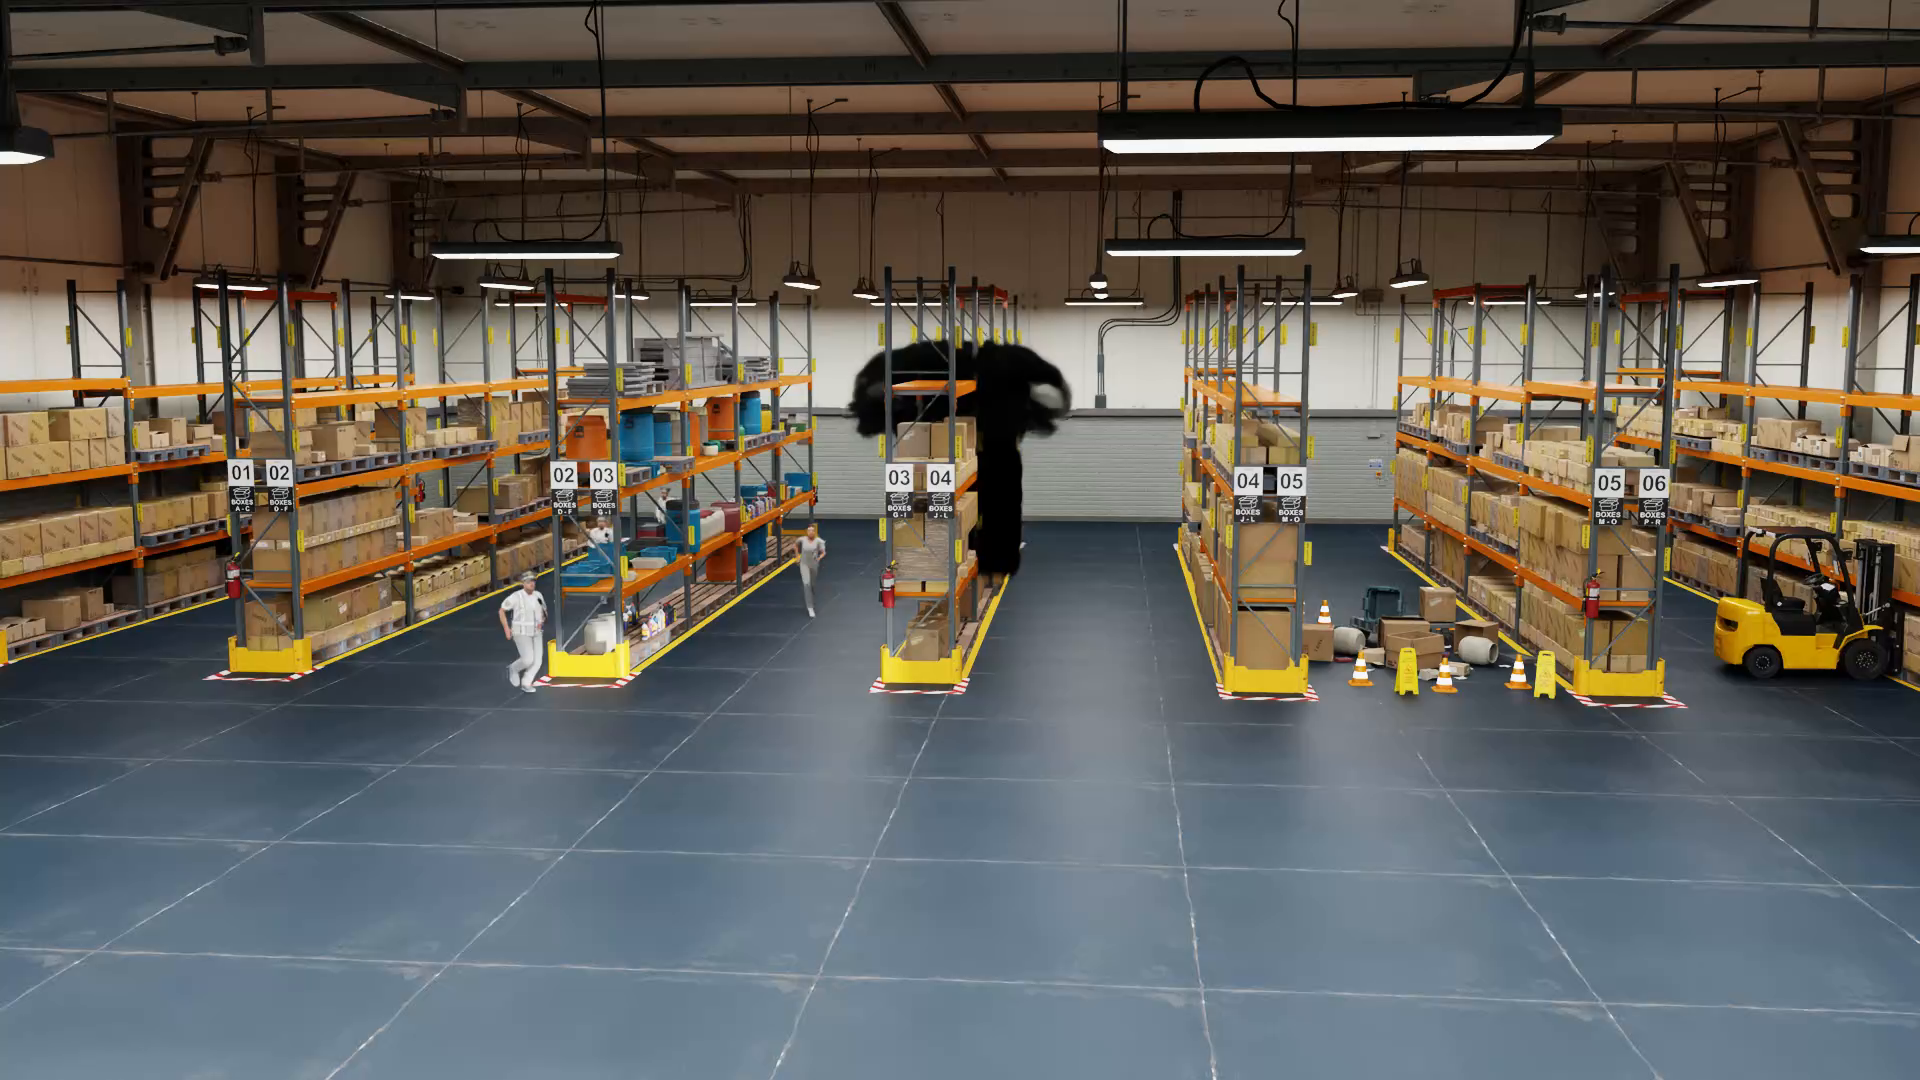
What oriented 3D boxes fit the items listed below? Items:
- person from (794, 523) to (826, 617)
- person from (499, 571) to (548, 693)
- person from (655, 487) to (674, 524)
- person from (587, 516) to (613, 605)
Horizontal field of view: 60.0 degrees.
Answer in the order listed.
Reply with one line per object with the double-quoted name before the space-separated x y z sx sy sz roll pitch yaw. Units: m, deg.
"person" -2.732 0.508 30.275 0.566 1.672 0.951 -1 7 -10
"person" -6.123 1.294 23.534 0.548 1.718 0.675 6 9 40
"person" -6.637 -0.387 37.808 0.619 1.682 0.968 0 7 1
"person" -6.777 0.337 31.583 0.626 1.692 0.787 0 7 0
